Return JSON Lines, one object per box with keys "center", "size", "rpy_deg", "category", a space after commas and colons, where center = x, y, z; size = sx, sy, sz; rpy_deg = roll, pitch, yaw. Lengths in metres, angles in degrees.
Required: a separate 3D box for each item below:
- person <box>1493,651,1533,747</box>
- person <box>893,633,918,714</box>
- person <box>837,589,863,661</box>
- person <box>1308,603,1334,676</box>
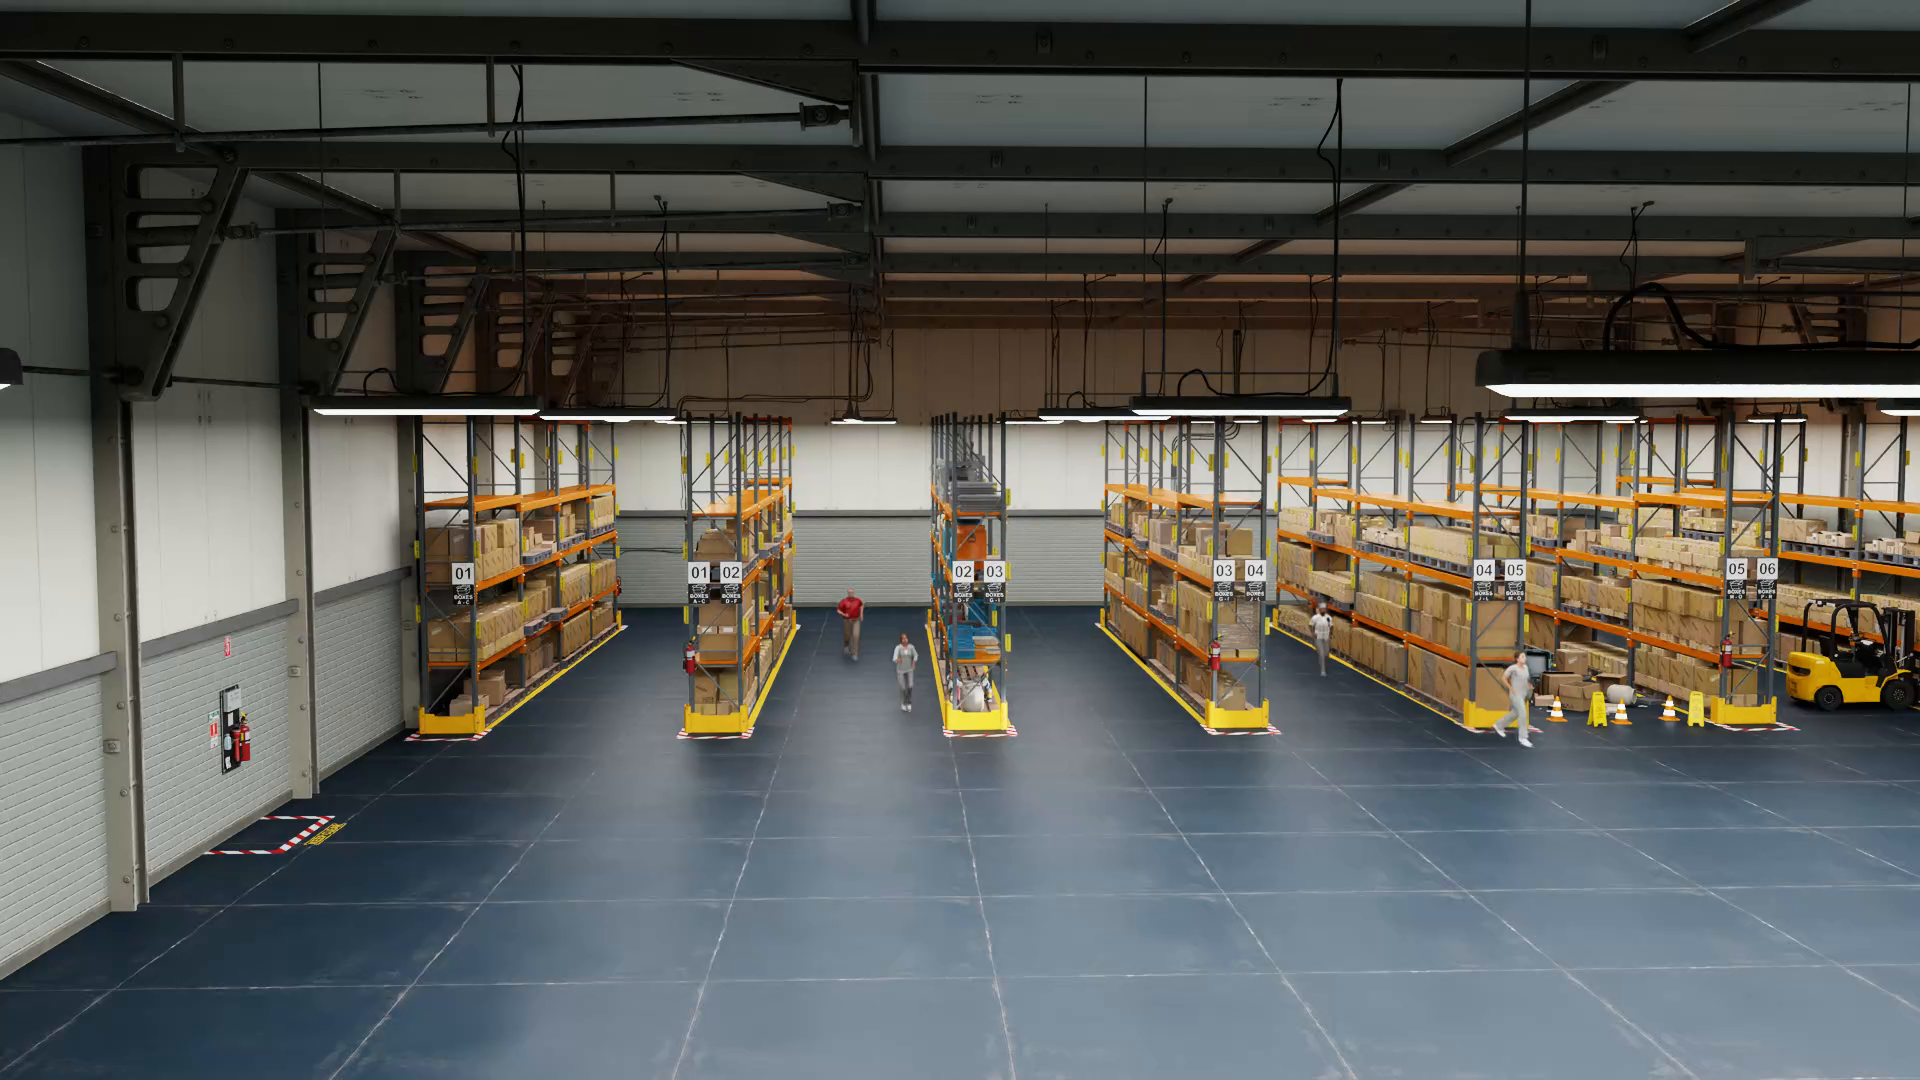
{"center": [10.077, 2.833, 30.098], "size": [0.581, 1.697, 0.822], "rpy_deg": [-3, 5, -35], "category": "person"}
{"center": [-1.085, 2.662, 33.251], "size": [0.517, 1.608, 0.631], "rpy_deg": [0, 4, -6], "category": "person"}
{"center": [-2.693, 2.070, 41.091], "size": [0.678, 1.755, 0.953], "rpy_deg": [-1, 4, -12], "category": "person"}
{"center": [8.354, 2.279, 38.449], "size": [0.587, 1.684, 0.640], "rpy_deg": [0, 4, -3], "category": "person"}
